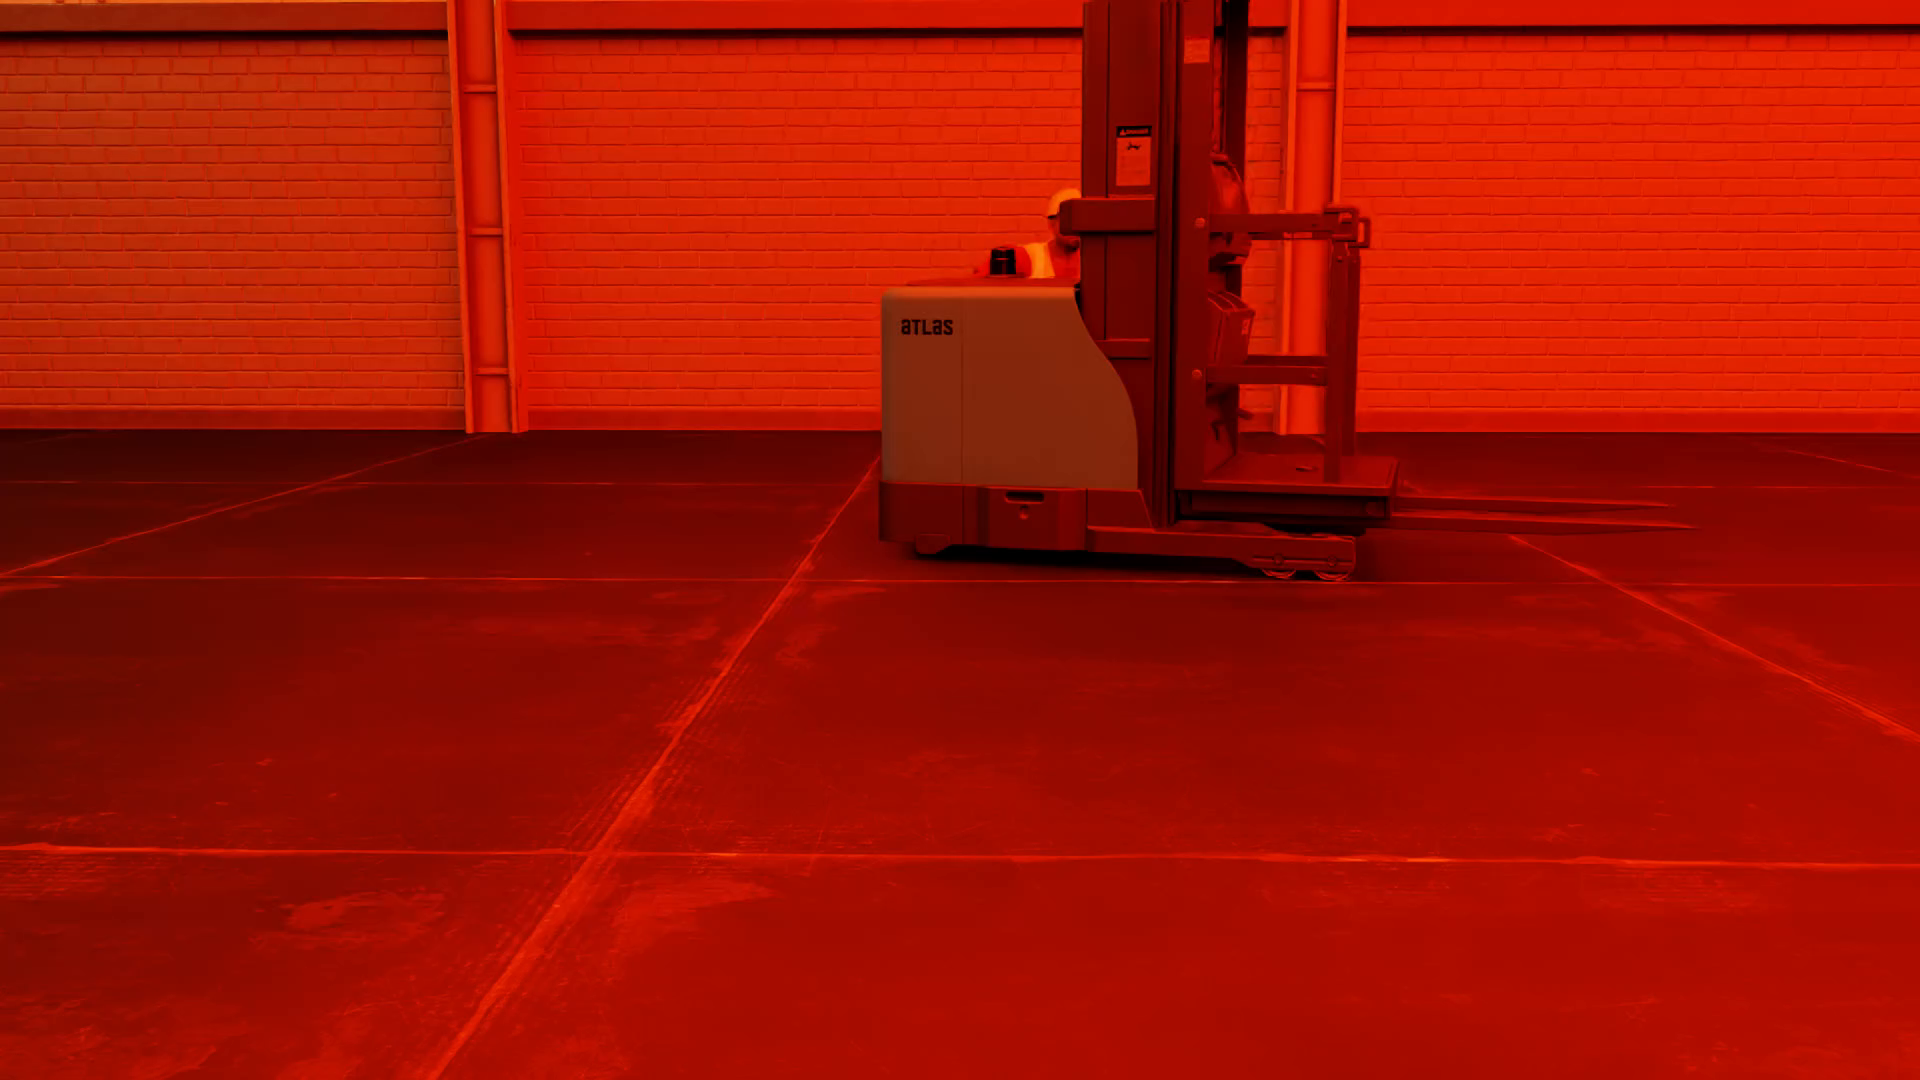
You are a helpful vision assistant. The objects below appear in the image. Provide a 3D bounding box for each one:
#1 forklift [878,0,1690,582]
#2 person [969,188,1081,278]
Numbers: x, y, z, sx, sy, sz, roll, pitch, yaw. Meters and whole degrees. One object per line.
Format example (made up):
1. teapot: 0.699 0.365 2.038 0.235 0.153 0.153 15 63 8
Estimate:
1. forklift: 1.249 -1.385 6.487 3.031 2.935 1.130 3 9 16
2. person: 0.499 -0.819 7.477 0.939 1.521 0.863 -3 9 -19
